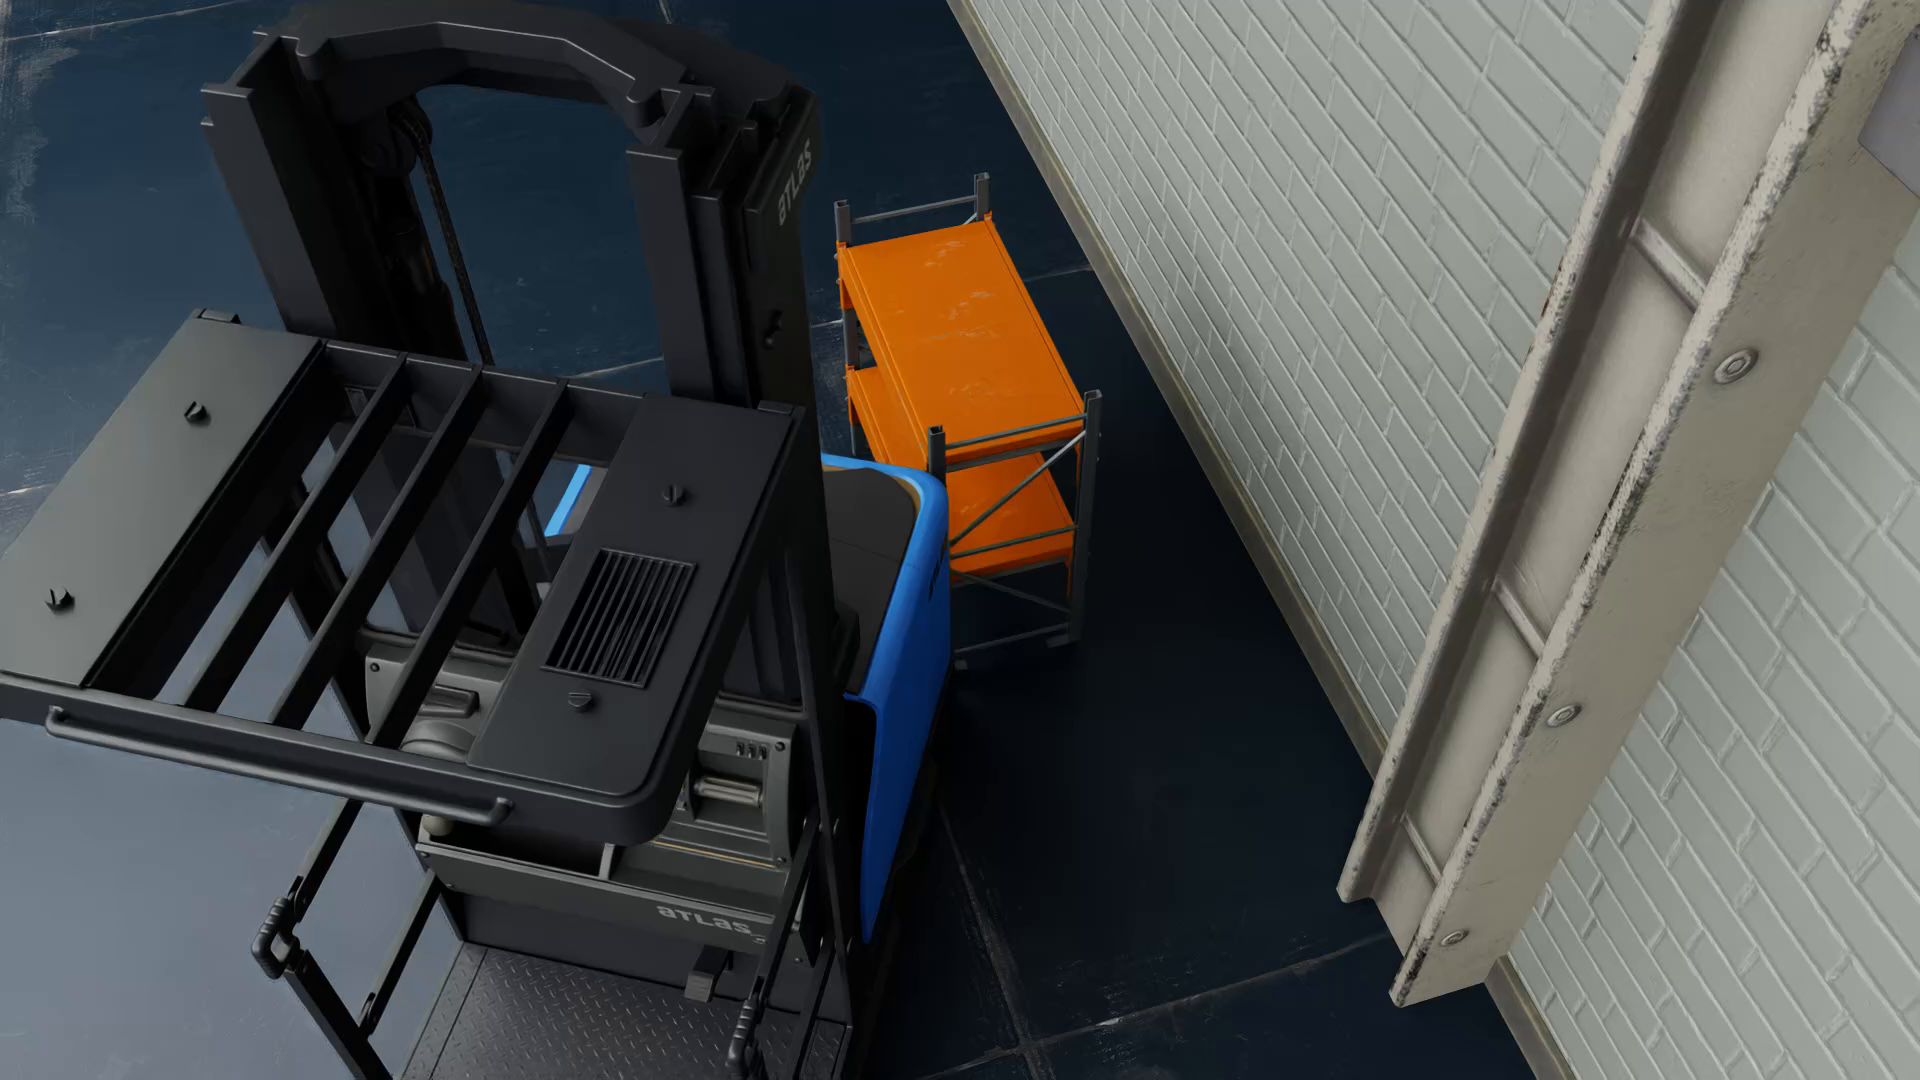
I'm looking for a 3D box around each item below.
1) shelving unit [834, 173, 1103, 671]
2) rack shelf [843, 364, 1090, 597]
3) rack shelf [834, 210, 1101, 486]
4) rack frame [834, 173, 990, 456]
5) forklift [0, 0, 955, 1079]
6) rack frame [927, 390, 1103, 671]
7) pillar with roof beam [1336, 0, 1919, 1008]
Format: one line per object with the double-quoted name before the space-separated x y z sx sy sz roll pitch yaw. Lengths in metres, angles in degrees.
"shelving unit" 0.003 -0.361 5.318 0.538 1.125 1.048 -13 51 -11
"rack shelf" 0.003 -0.204 5.505 0.538 0.278 1.000 -13 51 -11
"rack shelf" 0.003 -0.550 5.094 0.538 0.278 1.000 -13 51 -11
"rack frame" -0.148 -0.732 5.631 0.500 1.125 0.032 -13 51 -11
"forklift" -0.842 0.585 3.340 1.130 2.935 3.031 10 51 8
"rack frame" 0.154 0.010 5.005 0.500 1.125 0.032 -13 51 -11
"pillar with roof beam" -2.803 -0.798 0.537 9.100 9.000 0.400 -13 51 -11
